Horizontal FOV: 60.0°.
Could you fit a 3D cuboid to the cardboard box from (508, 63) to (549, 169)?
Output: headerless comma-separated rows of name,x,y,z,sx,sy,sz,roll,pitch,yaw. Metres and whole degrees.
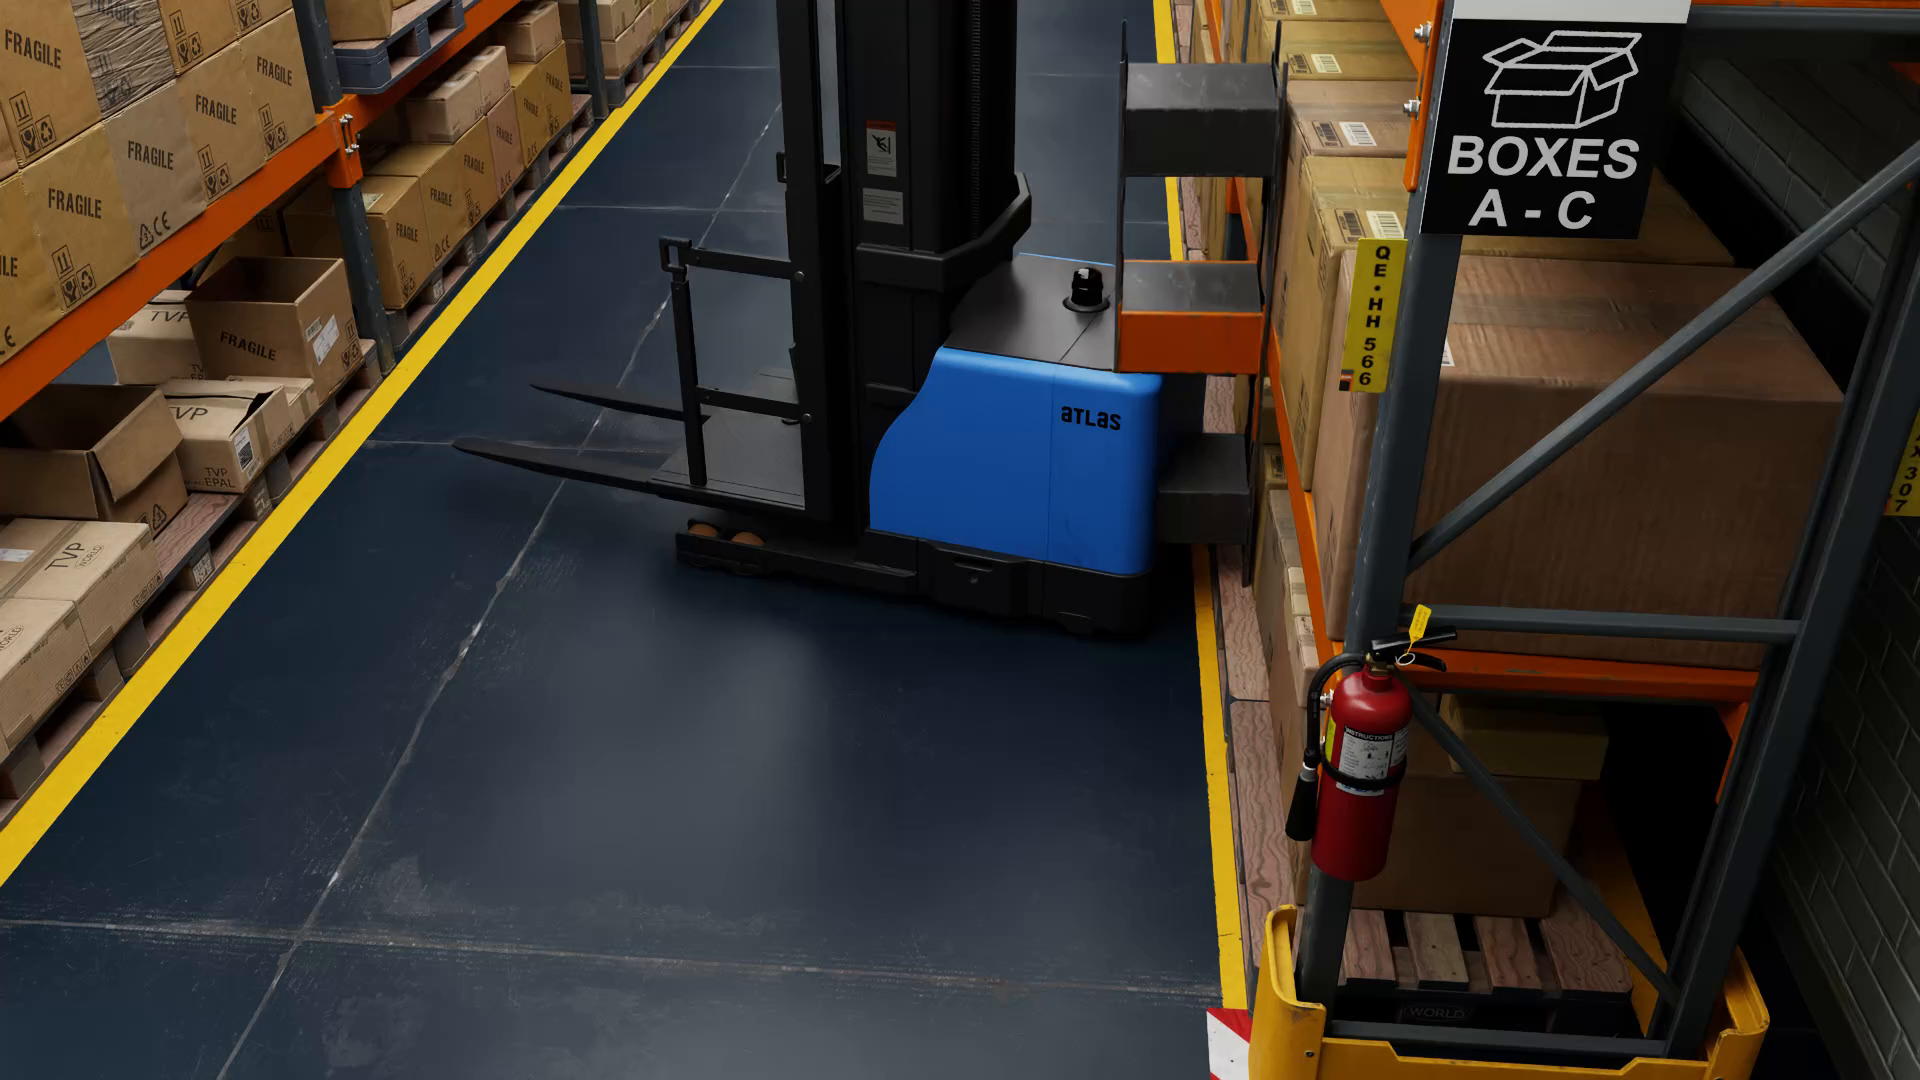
cardboard box,-2.817,-2.560,10.009,0.500,0.500,0.500,1,32,2

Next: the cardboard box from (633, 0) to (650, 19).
cardboard box,-2.562,-3.990,12.052,0.500,0.311,0.500,2,32,3

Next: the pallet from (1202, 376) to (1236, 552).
pallet,1.540,-0.324,7.075,1.003,0.211,1.213,2,32,4

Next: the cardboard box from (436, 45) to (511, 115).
cardboard box,-2.854,-2.585,9.335,0.500,0.250,0.500,2,32,3

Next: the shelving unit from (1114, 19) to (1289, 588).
shelving unit,0.788,-0.686,5.744,0.503,2.100,0.431,2,35,6

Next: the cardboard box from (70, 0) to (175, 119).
cardboard box,-3.121,-1.776,5.725,0.500,0.500,0.500,3,32,4

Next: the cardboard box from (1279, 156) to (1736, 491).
cardboard box,1.434,-0.590,4.562,0.980,0.700,0.700,2,32,4

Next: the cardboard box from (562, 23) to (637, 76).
cardboard box,-2.597,-3.476,11.752,0.500,0.250,0.500,2,32,4

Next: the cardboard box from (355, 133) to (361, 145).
cardboard box,-3.413,-2.029,9.147,0.500,0.500,0.500,3,32,5

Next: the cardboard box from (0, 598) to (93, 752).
cardboard box,-3.216,0.426,5.401,0.500,0.250,0.500,2,32,4

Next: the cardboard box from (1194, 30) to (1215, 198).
cardboard box,1.737,-2.424,9.473,0.750,0.750,0.750,2,32,4

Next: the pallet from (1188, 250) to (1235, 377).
pallet,1.668,-1.125,8.375,1.003,0.211,1.213,2,32,4

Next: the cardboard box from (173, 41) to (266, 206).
cardboard box,-3.083,-1.616,6.418,0.500,0.500,0.500,3,32,5

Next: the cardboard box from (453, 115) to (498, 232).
cardboard box,-2.895,-2.021,9.134,0.500,0.500,0.500,3,32,5

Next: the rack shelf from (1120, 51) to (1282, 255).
rack shelf,0.763,-1.247,5.350,0.480,0.518,0.431,2,35,6

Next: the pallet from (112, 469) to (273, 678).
pallet,-3.411,0.071,6.434,1.003,0.211,1.213,2,32,4

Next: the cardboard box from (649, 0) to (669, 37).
cardboard box,-2.520,-4.011,12.621,0.500,0.250,0.500,2,32,3

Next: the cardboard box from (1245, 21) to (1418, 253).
cardboard box,1.555,-1.369,5.826,0.980,0.700,0.700,2,32,3

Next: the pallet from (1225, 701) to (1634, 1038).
pallet,1.341,0.952,5.005,1.003,0.211,1.213,2,32,4

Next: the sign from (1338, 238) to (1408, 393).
sign,0.815,-0.438,3.273,0.100,0.325,0.005,2,32,4

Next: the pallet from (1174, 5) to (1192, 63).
pallet,2.173,-3.855,12.804,1.003,0.211,1.213,2,32,4

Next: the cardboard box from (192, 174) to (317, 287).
cardboard box,-3.503,-1.509,8.302,0.500,0.500,0.500,2,32,4

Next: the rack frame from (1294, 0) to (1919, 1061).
rack frame,1.354,0.186,3.589,1.000,3.000,0.127,2,32,4

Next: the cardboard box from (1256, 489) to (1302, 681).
cardboard box,1.393,0.176,5.587,0.700,0.500,0.500,1,32,2

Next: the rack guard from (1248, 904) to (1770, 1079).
rack guard,1.352,1.263,4.225,1.175,0.500,0.348,2,32,4

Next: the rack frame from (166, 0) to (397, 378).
rack frame,-3.258,-2.115,7.323,1.000,3.000,0.127,2,32,4

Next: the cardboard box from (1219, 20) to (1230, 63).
cardboard box,1.451,-2.403,8.011,0.380,0.149,0.250,2,32,4

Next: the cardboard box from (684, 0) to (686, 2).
cardboard box,-2.435,-4.545,13.487,0.500,0.250,0.500,3,32,5

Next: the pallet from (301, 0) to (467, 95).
pallet,-3.084,-2.447,8.044,1.003,0.211,1.213,2,32,4

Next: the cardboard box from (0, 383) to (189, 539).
cardboard box,-3.405,-0.257,6.268,0.797,0.503,0.637,2,32,4

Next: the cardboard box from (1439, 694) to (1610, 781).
cardboard box,1.501,0.499,4.445,0.380,0.149,0.250,3,32,4

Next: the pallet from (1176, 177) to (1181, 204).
pallet,1.866,-2.401,10.445,1.003,0.211,1.213,2,32,4

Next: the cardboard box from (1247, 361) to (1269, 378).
cardboard box,1.307,-0.738,6.453,0.380,0.149,0.250,3,32,6

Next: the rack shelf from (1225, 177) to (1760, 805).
rack shelf,1.517,-0.554,5.475,1.077,0.370,4.000,2,32,4

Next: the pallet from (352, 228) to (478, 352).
pallet,-3.229,-1.355,8.748,1.003,0.211,1.213,2,32,4

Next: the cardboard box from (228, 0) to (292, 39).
cardboard box,-3.041,-2.308,6.588,0.500,0.500,0.500,3,32,4

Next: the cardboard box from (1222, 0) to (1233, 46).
cardboard box,1.498,-2.603,7.716,0.500,0.500,0.500,3,32,4

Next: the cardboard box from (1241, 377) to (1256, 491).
cardboard box,1.473,-0.371,6.475,0.700,0.500,0.500,2,32,3

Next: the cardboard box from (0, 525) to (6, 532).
cardboard box,-3.677,0.169,5.818,0.500,0.250,0.500,2,32,4

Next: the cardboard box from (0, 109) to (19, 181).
cardboard box,-3.204,-1.248,4.867,0.500,0.500,0.500,3,32,5

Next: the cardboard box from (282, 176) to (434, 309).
cardboard box,-2.975,-1.481,8.257,0.500,0.500,0.500,1,32,2

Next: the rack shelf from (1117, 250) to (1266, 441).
rack shelf,0.789,-0.675,5.752,0.480,0.518,0.431,2,35,6

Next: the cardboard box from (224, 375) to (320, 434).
cardboard box,-2.992,-0.580,7.130,0.380,0.149,0.250,2,32,4

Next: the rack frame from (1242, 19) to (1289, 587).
rack frame,1.031,-0.679,5.719,0.015,2.100,0.400,2,35,6

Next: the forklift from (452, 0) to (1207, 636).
forklift,-0.594,-1.357,6.159,3.031,2.935,1.130,10,33,16

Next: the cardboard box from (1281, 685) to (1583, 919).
cardboard box,1.312,0.701,4.736,0.700,0.500,0.500,2,32,4

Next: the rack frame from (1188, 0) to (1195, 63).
rack frame,2.006,-3.997,10.377,1.000,3.000,0.127,2,32,4

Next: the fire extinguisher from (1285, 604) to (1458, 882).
fire extinguisher,0.882,0.437,3.611,0.296,0.674,0.183,2,32,4

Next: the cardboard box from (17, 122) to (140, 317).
cardboard box,-3.162,-1.081,5.549,0.500,0.500,0.500,3,32,5

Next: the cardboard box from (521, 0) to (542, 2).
cardboard box,-3.135,-3.738,11.643,0.500,0.311,0.500,3,32,5

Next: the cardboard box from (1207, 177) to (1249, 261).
cardboard box,1.603,-1.515,7.997,0.750,0.750,0.750,3,32,5

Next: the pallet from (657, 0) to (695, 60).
pallet,-2.724,-4.085,13.177,1.003,0.211,1.213,2,32,4

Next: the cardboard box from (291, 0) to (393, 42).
cardboard box,-2.996,-2.575,7.573,0.700,0.500,0.500,-8,33,-13

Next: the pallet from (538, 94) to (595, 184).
pallet,-3.030,-2.631,10.818,1.003,0.211,1.213,2,32,4

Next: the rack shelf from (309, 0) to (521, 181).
rack shelf,-3.095,-2.855,9.209,1.077,0.370,4.000,2,32,4

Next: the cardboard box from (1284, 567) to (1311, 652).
cardboard box,1.160,0.216,4.904,0.380,0.149,0.250,3,32,5
